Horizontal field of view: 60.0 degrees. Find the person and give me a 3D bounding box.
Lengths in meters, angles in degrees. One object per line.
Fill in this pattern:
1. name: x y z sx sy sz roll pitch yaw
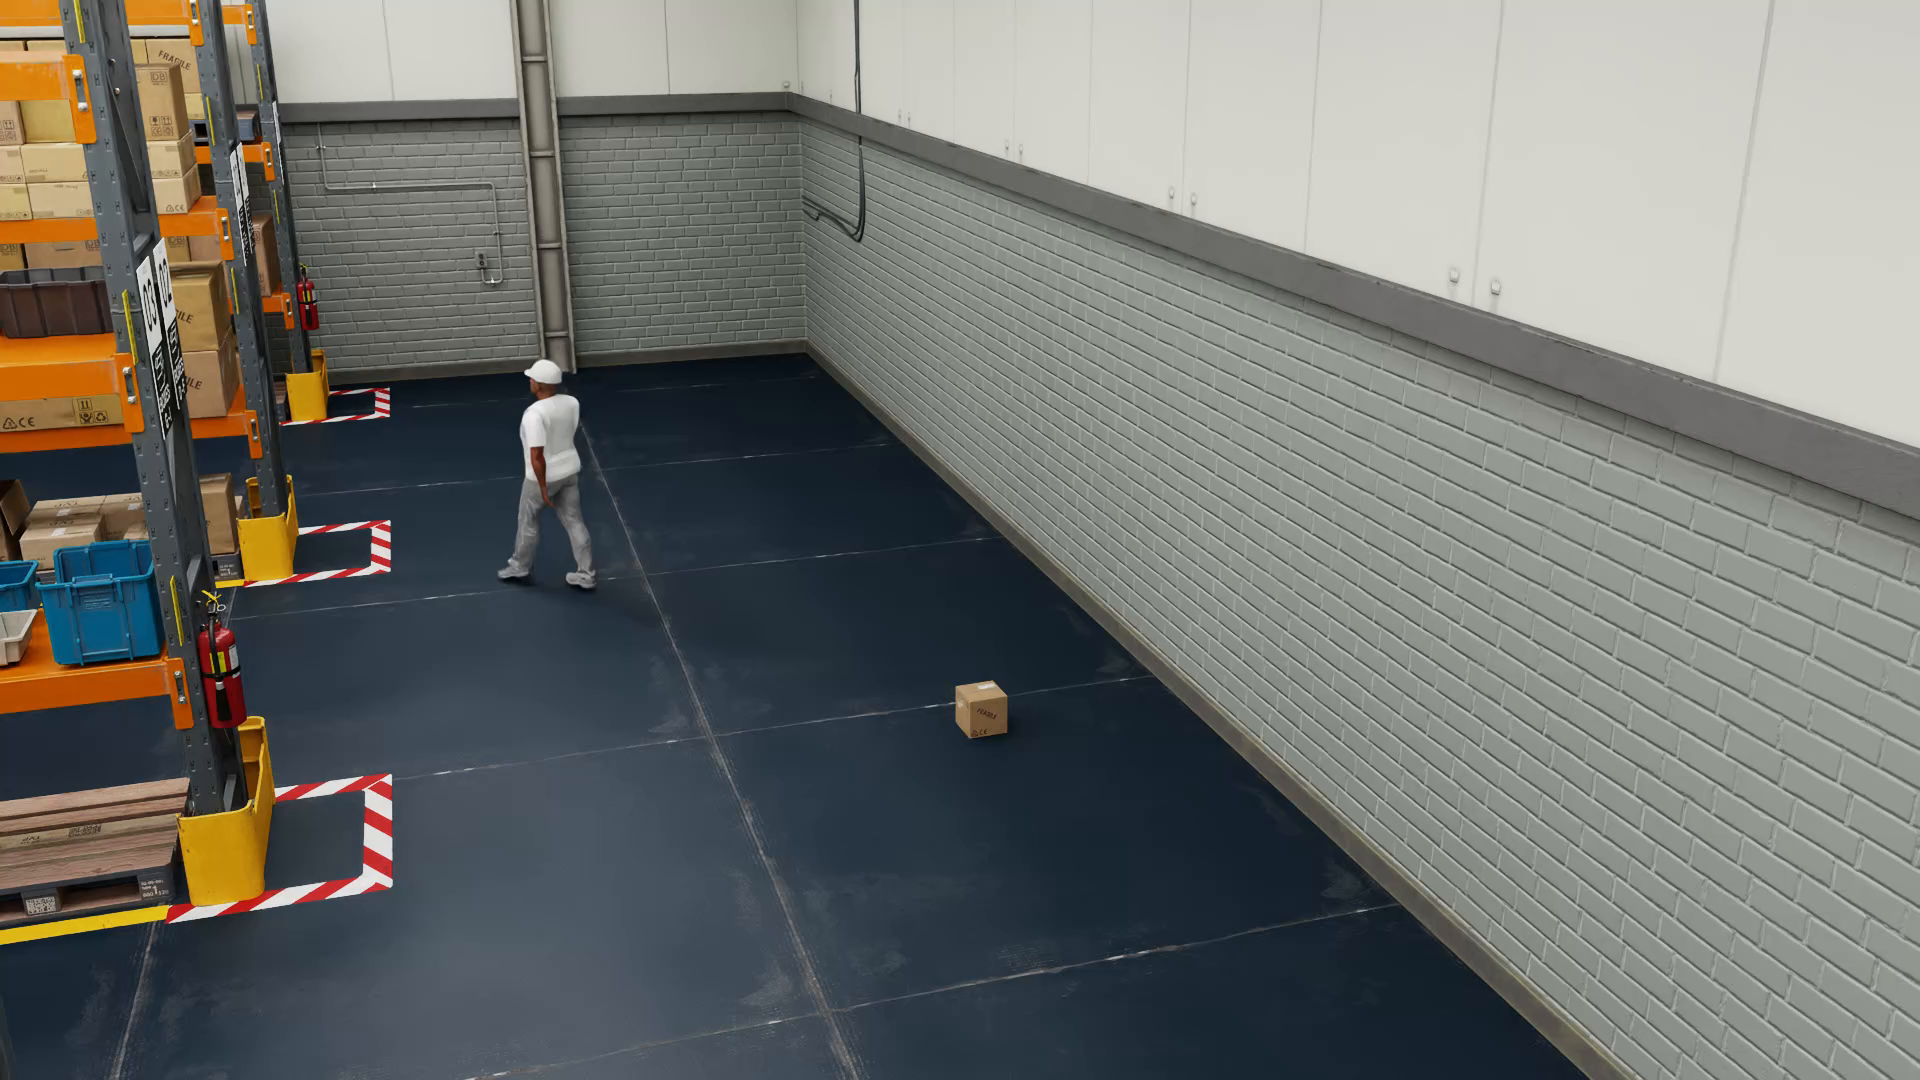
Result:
1. person: -3.129 -0.512 12.483 0.906 1.745 0.565 13 23 33
